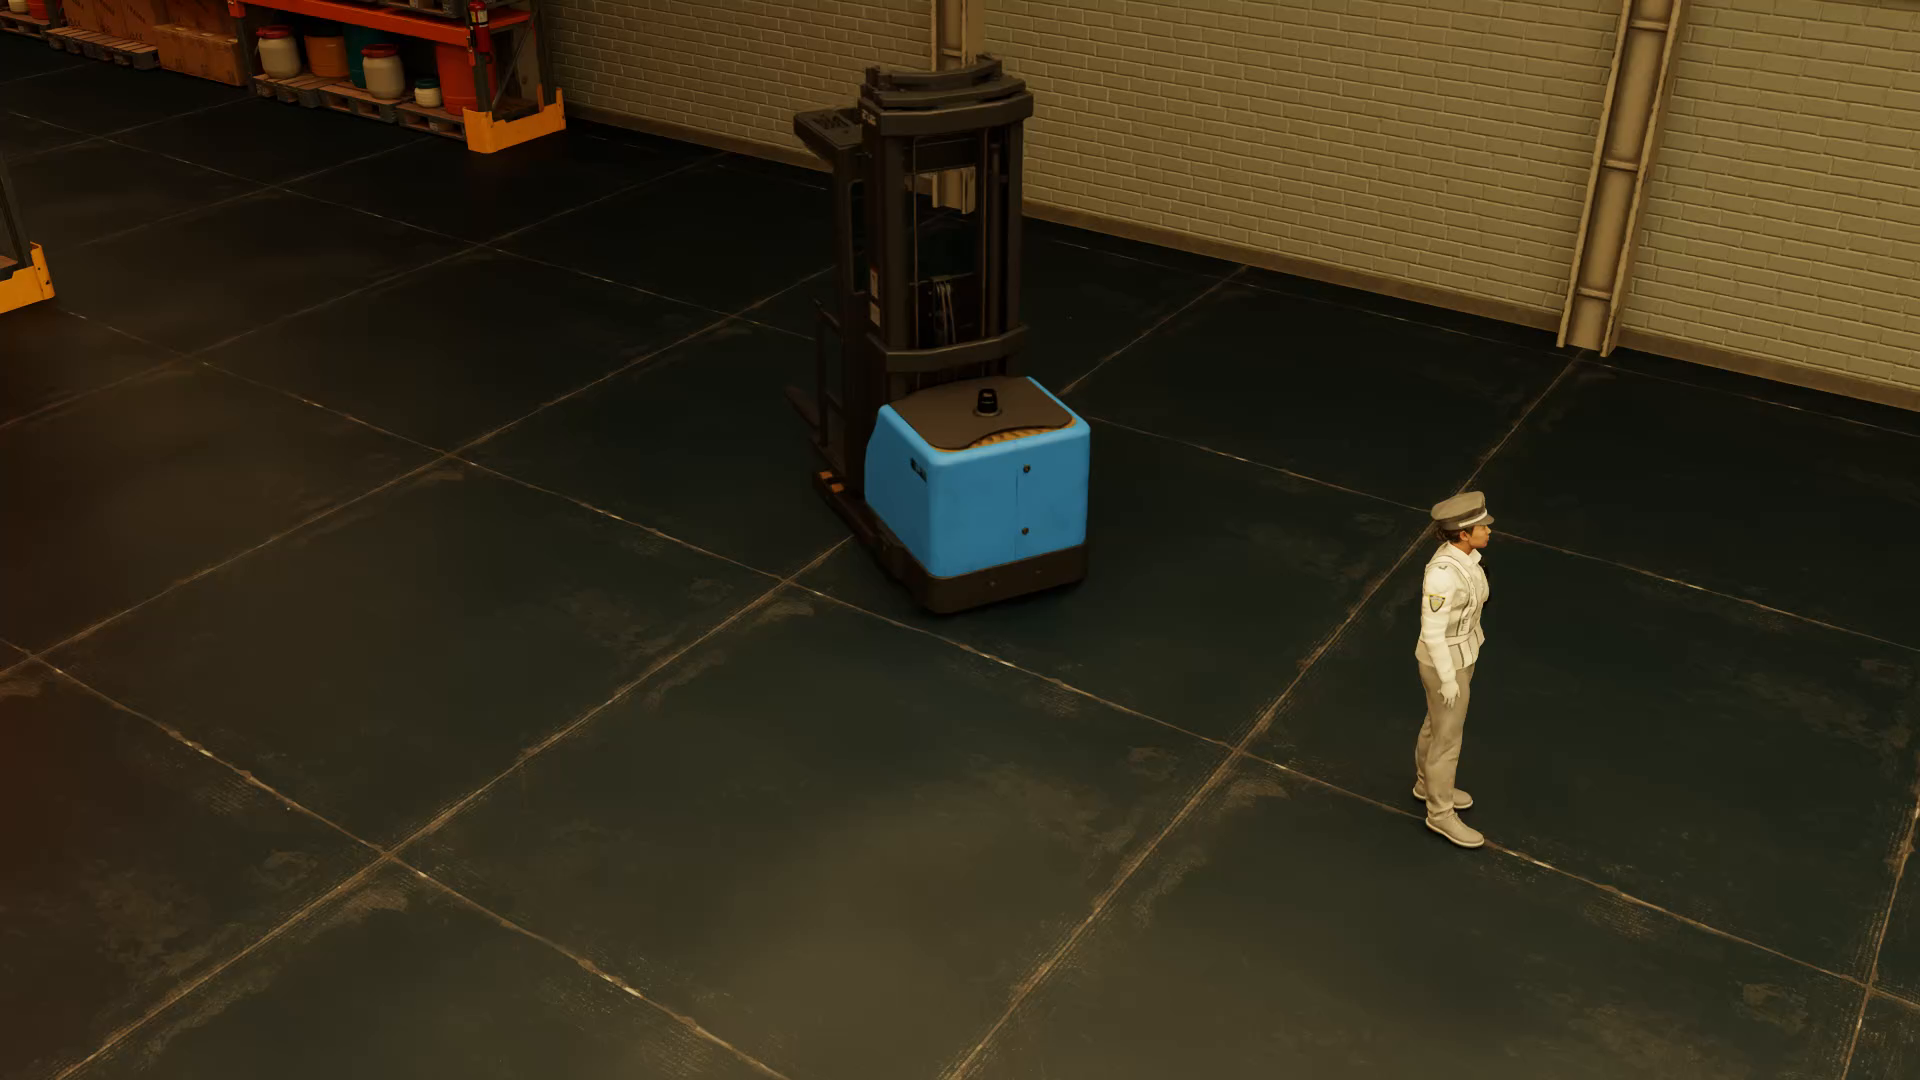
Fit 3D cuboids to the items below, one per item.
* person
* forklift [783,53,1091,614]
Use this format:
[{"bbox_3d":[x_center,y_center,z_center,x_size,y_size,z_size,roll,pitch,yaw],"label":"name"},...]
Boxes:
[{"bbox_3d":[2.372,0.567,7.822,0.530,1.694,0.588,14,33,23],"label":"person"},{"bbox_3d":[-0.322,-1.559,10.266,1.130,2.935,3.031,-13,33,-22],"label":"forklift"}]
